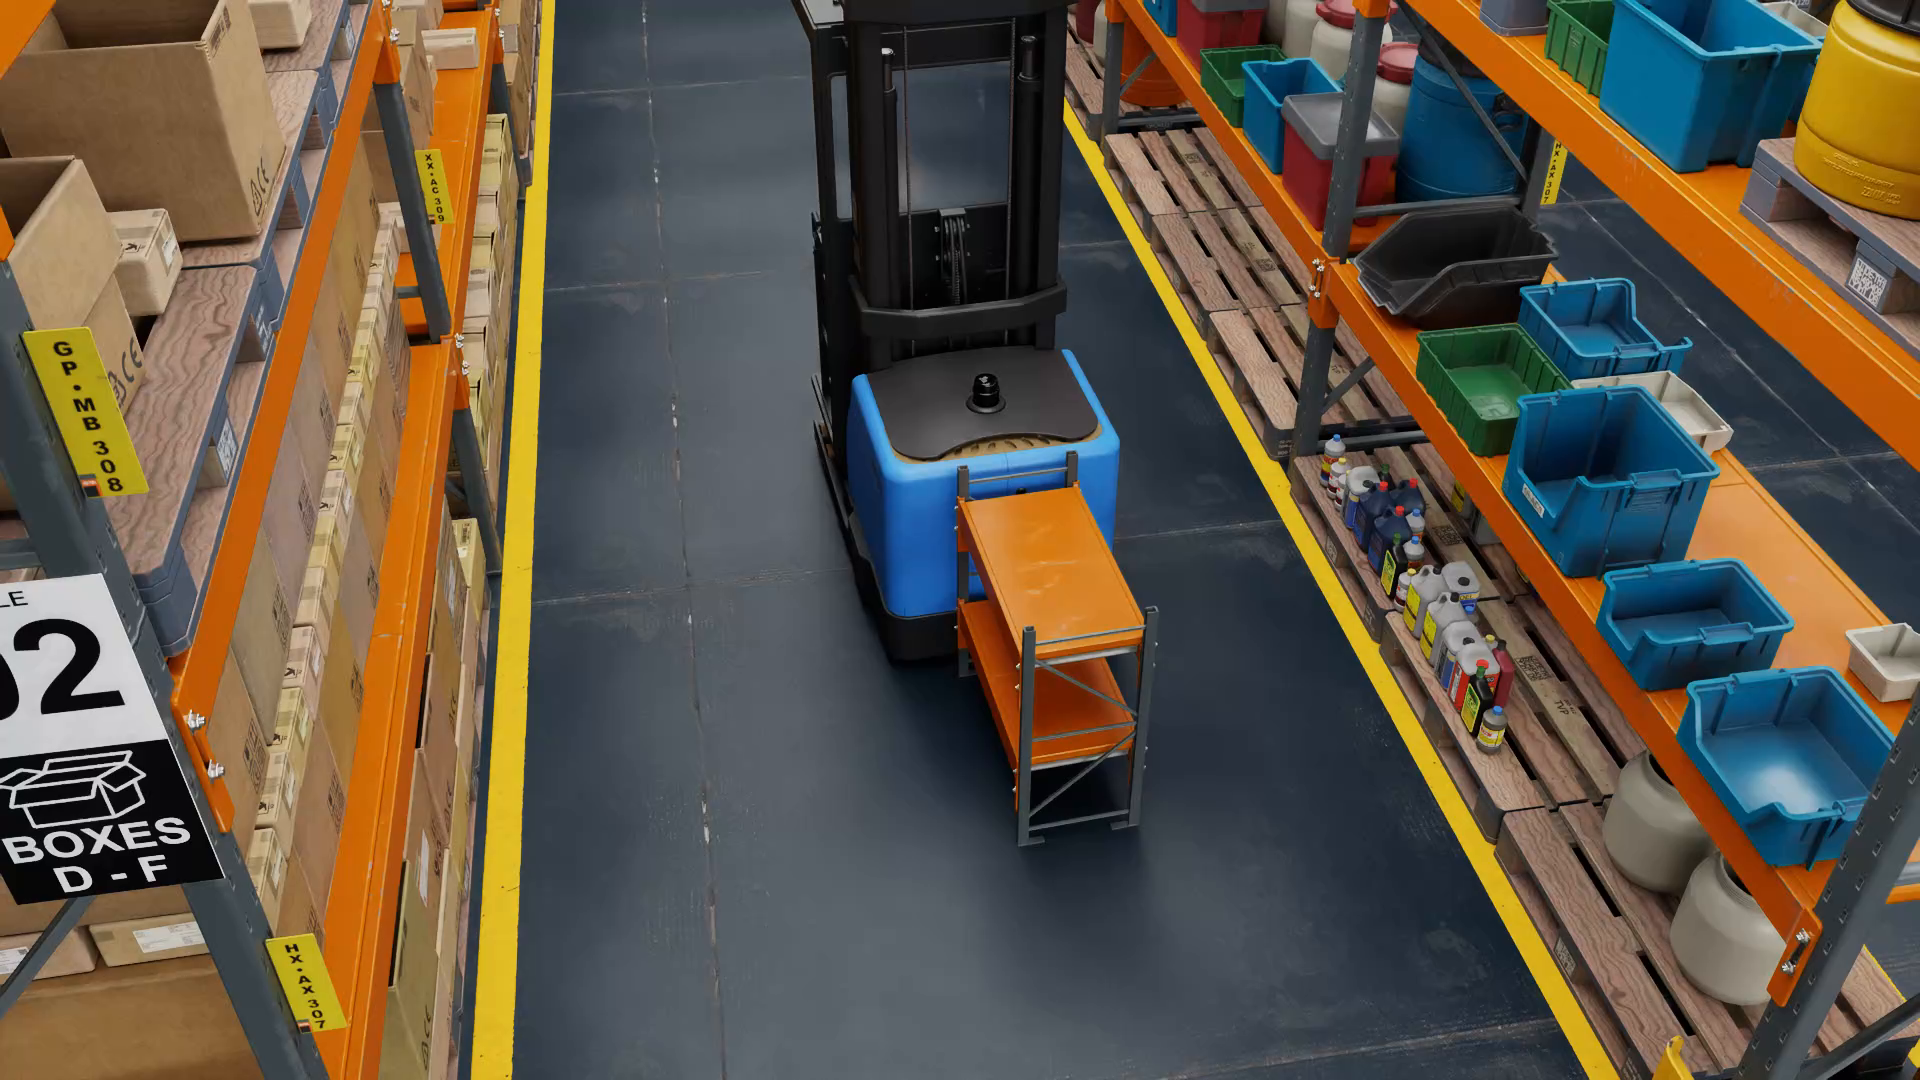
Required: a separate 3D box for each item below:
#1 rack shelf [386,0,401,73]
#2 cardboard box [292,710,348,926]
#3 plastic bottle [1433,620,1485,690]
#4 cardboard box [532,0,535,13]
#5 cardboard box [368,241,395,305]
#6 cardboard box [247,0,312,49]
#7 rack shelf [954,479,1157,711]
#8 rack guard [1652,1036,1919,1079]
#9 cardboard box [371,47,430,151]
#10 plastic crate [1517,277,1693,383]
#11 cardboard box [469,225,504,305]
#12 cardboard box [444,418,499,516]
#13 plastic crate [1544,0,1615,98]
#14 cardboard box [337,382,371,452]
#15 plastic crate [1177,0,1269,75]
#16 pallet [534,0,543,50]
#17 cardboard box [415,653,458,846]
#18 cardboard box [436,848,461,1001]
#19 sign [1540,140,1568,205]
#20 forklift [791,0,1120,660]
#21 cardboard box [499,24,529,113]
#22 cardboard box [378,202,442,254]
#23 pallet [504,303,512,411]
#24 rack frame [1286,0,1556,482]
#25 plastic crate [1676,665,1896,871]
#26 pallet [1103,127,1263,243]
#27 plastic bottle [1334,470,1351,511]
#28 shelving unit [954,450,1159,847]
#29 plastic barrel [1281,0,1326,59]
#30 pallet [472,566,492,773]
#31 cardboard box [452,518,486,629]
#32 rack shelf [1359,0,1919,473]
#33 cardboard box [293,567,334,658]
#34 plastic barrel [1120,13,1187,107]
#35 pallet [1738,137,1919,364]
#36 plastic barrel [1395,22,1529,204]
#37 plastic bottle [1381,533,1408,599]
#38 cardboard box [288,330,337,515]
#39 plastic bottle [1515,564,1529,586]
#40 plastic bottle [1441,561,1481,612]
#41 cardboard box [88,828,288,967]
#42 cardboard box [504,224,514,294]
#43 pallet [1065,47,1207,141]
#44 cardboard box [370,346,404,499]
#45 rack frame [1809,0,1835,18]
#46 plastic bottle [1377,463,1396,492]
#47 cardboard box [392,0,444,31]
[{"bbox_3d":[-3.040,-3.114,7.854,1.077,0.370,4.000,-6,38,-8],"label":"rack shelf"},{"bbox_3d":[-2.154,0.771,4.630,0.700,0.500,0.500,-5,38,-7],"label":"cardboard box"},{"bbox_3d":[2.094,0.481,6.947,0.152,0.276,0.135,-7,38,-9],"label":"plastic bottle"},{"bbox_3d":[-3.645,-4.457,13.121,0.500,0.500,0.500,-6,38,-8],"label":"cardboard box"},{"bbox_3d":[-2.390,-1.010,6.395,0.380,0.149,0.250,-7,38,-9],"label":"cardboard box"},{"bbox_3d":[-2.209,-1.612,5.084,0.380,0.149,0.250,-6,38,-8],"label":"cardboard box"},{"bbox_3d":[0.352,0.192,6.508,0.538,0.278,1.000,-8,39,-10],"label":"rack shelf"},{"bbox_3d":[2.829,1.827,5.391,1.175,0.500,0.348,-6,38,-8],"label":"rack guard"},{"bbox_3d":[-2.988,-2.131,8.366,0.500,0.500,0.500,-6,38,-8],"label":"cardboard box"},{"bbox_3d":[2.649,-0.838,6.904,0.499,0.251,0.616,-6,38,-8],"label":"plastic crate"},{"bbox_3d":[-2.788,-1.511,9.092,0.500,0.311,0.500,-5,38,-7],"label":"cardboard box"},{"bbox_3d":[-2.516,-0.355,8.061,0.500,0.250,0.500,-7,38,-9],"label":"cardboard box"},{"bbox_3d":[2.196,-1.654,5.562,0.336,0.188,0.450,-6,38,-8],"label":"plastic crate"},{"bbox_3d":[-2.210,-0.392,5.600,0.380,0.149,0.250,-5,38,-7],"label":"cardboard box"},{"bbox_3d":[1.469,-2.968,9.473,0.402,0.464,0.583,-6,38,-8],"label":"plastic crate"},{"bbox_3d":[-3.912,-4.249,13.447,1.003,0.211,1.213,-6,38,-8],"label":"pallet"},{"bbox_3d":[-2.124,0.781,5.988,0.500,0.500,0.500,-6,38,-8],"label":"cardboard box"},{"bbox_3d":[-2.042,1.379,5.828,0.500,0.250,0.500,-6,38,-8],"label":"cardboard box"},{"bbox_3d":[2.731,-1.697,7.664,0.100,0.325,0.005,-6,38,-8],"label":"sign"},{"bbox_3d":[-0.143,-1.534,7.735,1.130,2.935,3.031,-8,39,-10],"label":"forklift"},{"bbox_3d":[-3.287,-3.229,11.540,0.500,0.500,0.500,-8,38,-10],"label":"cardboard box"},{"bbox_3d":[-2.644,-1.463,7.793,0.380,0.149,0.250,-6,38,-8],"label":"cardboard box"},{"bbox_3d":[-3.074,-1.083,9.372,1.003,0.211,1.213,-6,38,-8],"label":"pallet"},{"bbox_3d":[2.188,-1.536,7.682,1.000,3.000,0.127,-6,38,-8],"label":"rack frame"},{"bbox_3d":[2.507,0.669,4.965,0.499,0.251,0.616,-6,38,-8],"label":"plastic crate"},{"bbox_3d":[1.584,-2.378,11.039,1.003,0.211,1.213,-6,38,-8],"label":"pallet"},{"bbox_3d":[1.848,-0.242,7.938,0.097,0.201,0.097,0,38,0],"label":"plastic bottle"},{"bbox_3d":[0.352,0.424,6.688,0.538,1.125,1.048,-8,39,-10],"label":"shelving unit"},{"bbox_3d":[2.031,-2.895,9.321,0.433,0.535,0.433,0,38,0],"label":"plastic barrel"},{"bbox_3d":[-2.591,0.581,7.230,1.003,0.211,1.213,-6,38,-8],"label":"pallet"},{"bbox_3d":[-2.393,0.172,7.383,0.500,0.250,0.500,-6,38,-8],"label":"cardboard box"},{"bbox_3d":[2.538,-1.228,5.427,1.077,0.370,4.000,-6,38,-8],"label":"rack shelf"},{"bbox_3d":[-2.028,0.232,4.796,0.380,0.149,0.250,-7,38,-9],"label":"cardboard box"},{"bbox_3d":[1.384,-3.554,11.706,0.600,0.830,0.708,-6,38,-8],"label":"plastic barrel"},{"bbox_3d":[2.840,-0.740,4.366,1.003,0.211,1.213,-6,38,-8],"label":"pallet"},{"bbox_3d":[2.418,-1.999,7.870,0.600,0.901,0.708,-6,38,-8],"label":"plastic barrel"},{"bbox_3d":[1.942,0.114,7.414,0.061,0.283,0.133,-5,38,-6],"label":"plastic bottle"},{"bbox_3d":[-2.341,-0.380,5.055,0.700,0.500,0.500,-6,38,-8],"label":"cardboard box"},{"bbox_3d":[2.578,0.059,7.485,0.061,0.283,0.133,-6,38,-8],"label":"plastic bottle"},{"bbox_3d":[2.170,0.238,7.260,0.152,0.276,0.135,-6,38,-8],"label":"plastic bottle"},{"bbox_3d":[-1.845,0.855,3.994,0.380,0.149,0.250,-6,38,-8],"label":"cardboard box"},{"bbox_3d":[-2.879,-1.594,9.656,0.500,0.250,0.500,-5,38,-7],"label":"cardboard box"},{"bbox_3d":[1.307,-3.322,12.254,1.003,0.211,1.213,-6,38,-8],"label":"pallet"},{"bbox_3d":[-2.507,-0.459,6.215,0.700,0.500,0.500,-7,38,-8],"label":"cardboard box"},{"bbox_3d":[6.363,-4.484,11.477,1.000,3.000,0.127,-6,38,-8],"label":"rack frame"},{"bbox_3d":[2.000,-0.216,7.839,0.061,0.283,0.133,-6,38,-8],"label":"plastic bottle"},{"bbox_3d":[-3.370,-3.161,9.847,0.500,0.311,0.500,-4,38,-5],"label":"cardboard box"}]
